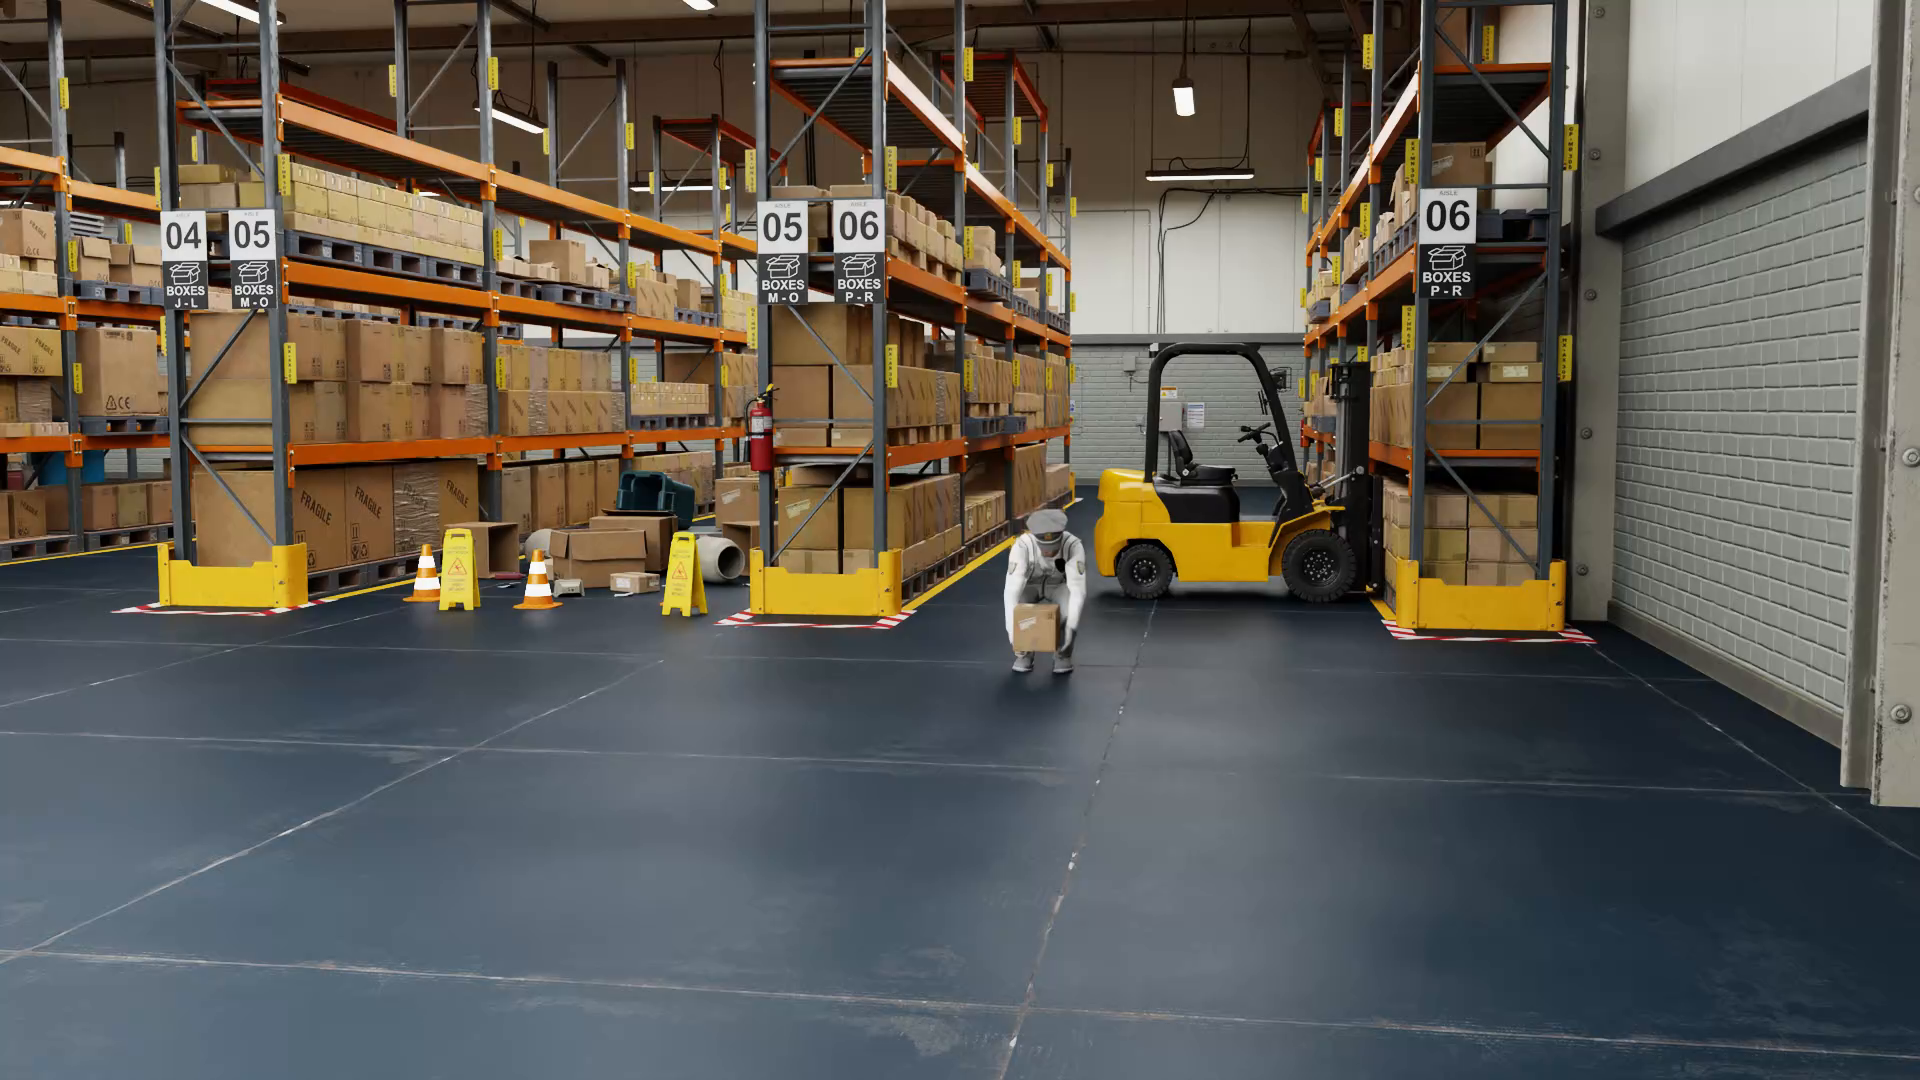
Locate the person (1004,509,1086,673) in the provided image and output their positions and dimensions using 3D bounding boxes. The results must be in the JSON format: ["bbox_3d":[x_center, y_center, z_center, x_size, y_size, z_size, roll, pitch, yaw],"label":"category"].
[{"bbox_3d":[0.534,0.308,10.126,0.494,1.019,0.820,1,5,8],"label":"person"}]
